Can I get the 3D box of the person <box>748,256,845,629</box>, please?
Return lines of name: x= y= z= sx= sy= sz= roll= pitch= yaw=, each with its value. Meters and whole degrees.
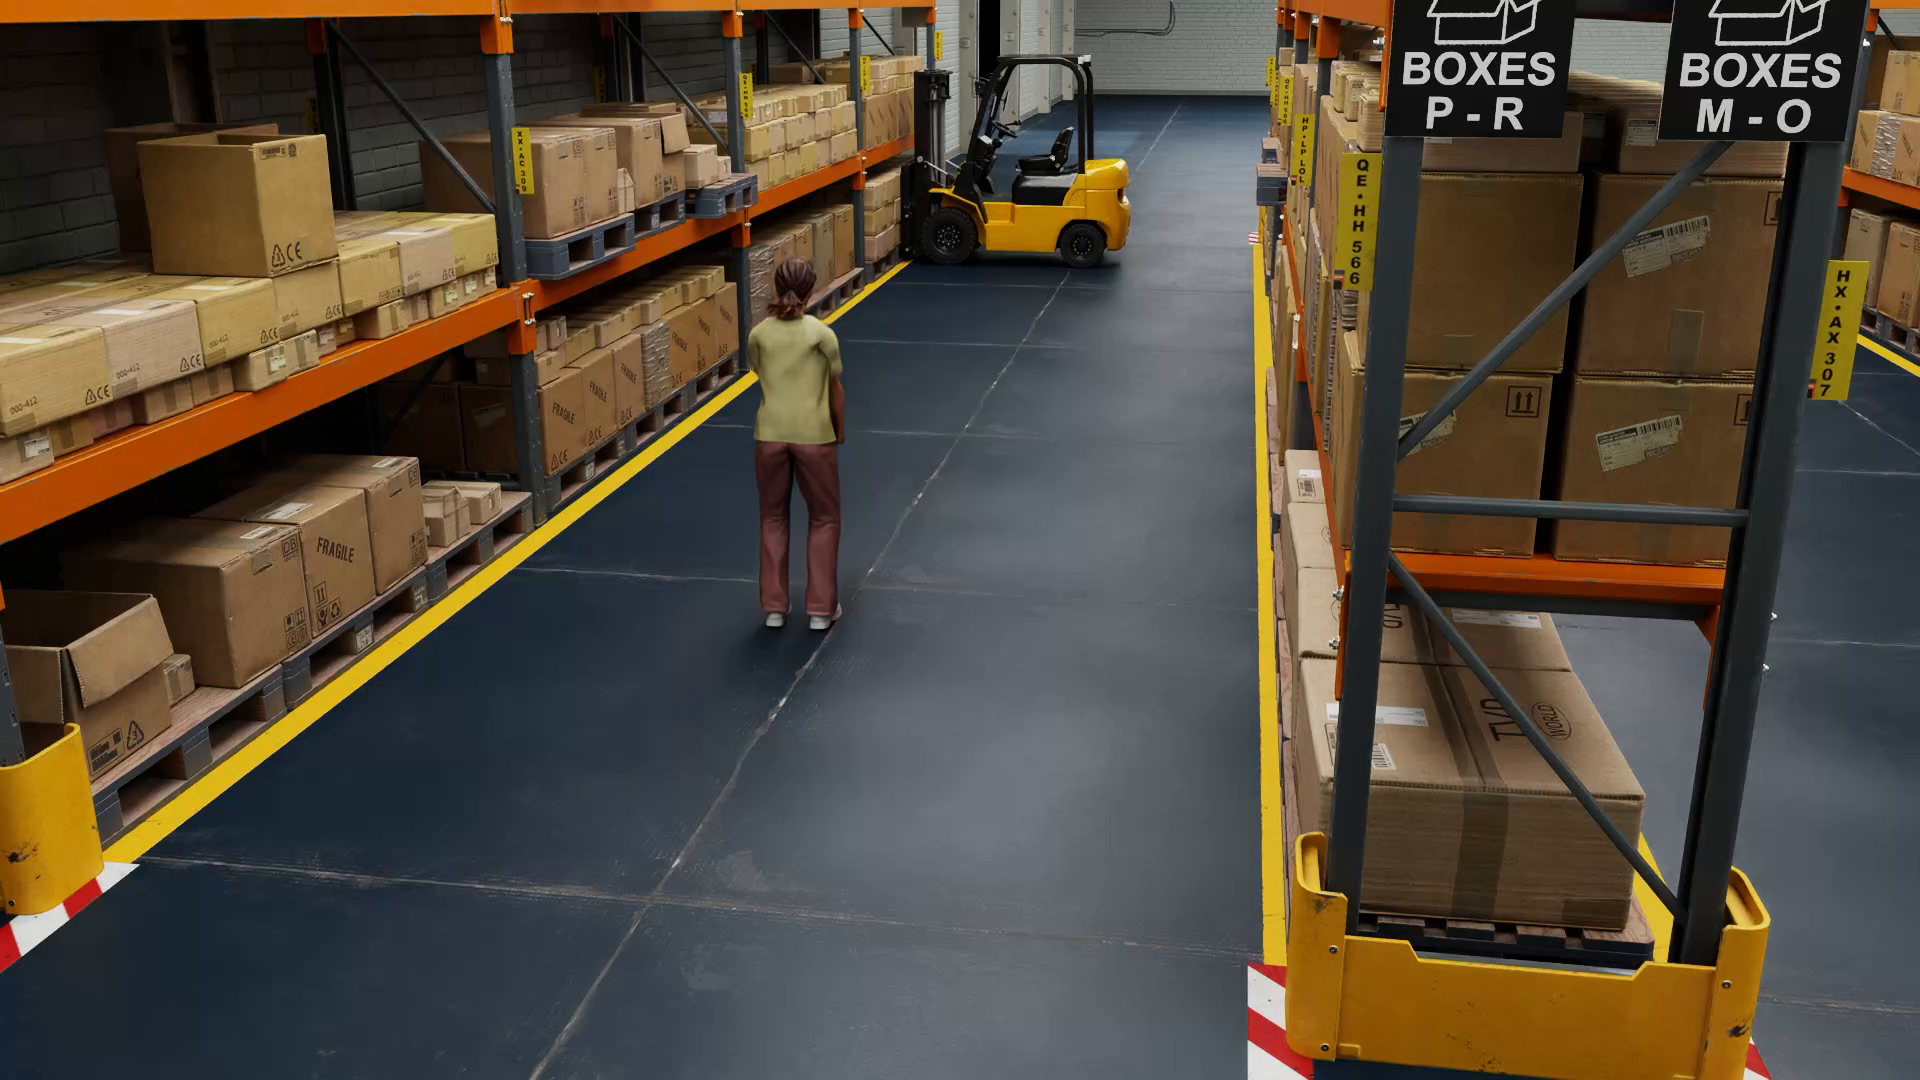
person: x=-0.722 y=-0.327 z=7.496 sx=0.407 sy=1.416 sz=0.520 roll=3 pitch=18 yaw=8
